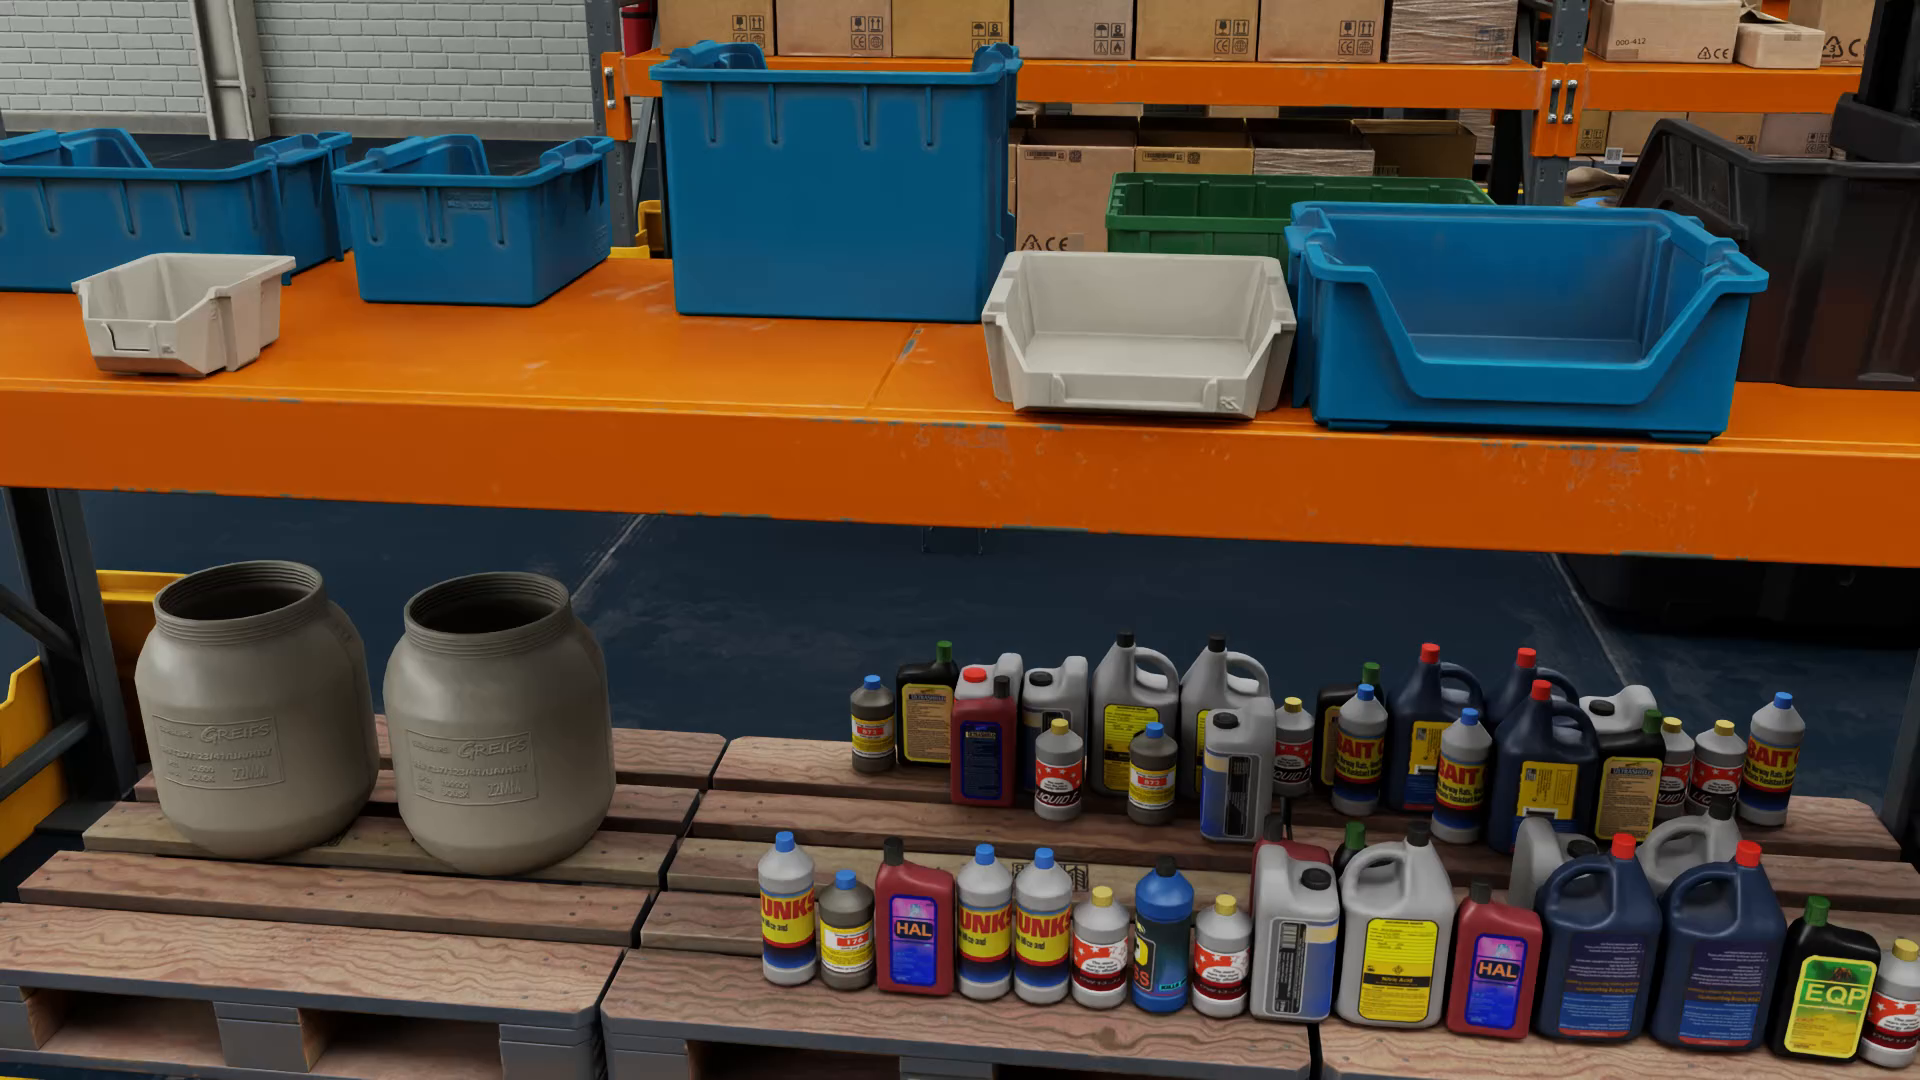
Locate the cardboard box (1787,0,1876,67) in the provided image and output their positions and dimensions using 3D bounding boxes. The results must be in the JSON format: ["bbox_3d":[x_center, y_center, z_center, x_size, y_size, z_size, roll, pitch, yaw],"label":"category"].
[{"bbox_3d":[3.780,-2.247,6.907,0.500,0.500,0.500,4,22,10],"label":"cardboard box"}]

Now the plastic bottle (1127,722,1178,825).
[{"bbox_3d":[0.392,0.468,3.385,0.097,0.201,0.097,0,22,0],"label":"plastic bottle"}]

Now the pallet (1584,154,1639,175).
[{"bbox_3d":[5.064,-2.689,11.955,1.213,0.211,1.003,2,22,6],"label":"pallet"}]

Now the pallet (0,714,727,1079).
[{"bbox_3d":[-1.175,0.693,3.400,1.213,0.211,1.003,2,22,6],"label":"pallet"}]

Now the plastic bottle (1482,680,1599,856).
[{"bbox_3d":[1.140,0.440,3.253,0.185,0.351,0.144,2,22,6],"label":"plastic bottle"}]

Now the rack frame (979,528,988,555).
[{"bbox_3d":[0.076,-0.555,5.211,0.006,1.200,0.240,2,22,6],"label":"rack frame"}]

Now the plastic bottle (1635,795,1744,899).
[{"bbox_3d":[1.253,0.598,2.852,0.185,0.351,0.144,2,22,6],"label":"plastic bottle"}]

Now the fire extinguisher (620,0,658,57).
[{"bbox_3d":[-1.538,-2.574,7.976,0.183,0.674,0.296,2,22,6],"label":"fire extinguisher"}]

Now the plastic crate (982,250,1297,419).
[{"bbox_3d":[0.268,-0.309,2.501,0.437,0.136,0.530,2,22,6],"label":"plastic crate"}]

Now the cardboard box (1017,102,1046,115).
[{"bbox_3d":[0.346,-3.111,12.287,0.500,0.311,0.500,4,22,11],"label":"cardboard box"}]

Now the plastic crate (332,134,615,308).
[{"bbox_3d":[-0.886,-0.615,3.119,0.408,0.251,0.499,2,22,6],"label":"plastic crate"}]

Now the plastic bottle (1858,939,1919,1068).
[{"bbox_3d":[1.513,0.741,2.694,0.097,0.201,0.097,0,22,0],"label":"plastic bottle"}]

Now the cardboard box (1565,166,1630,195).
[{"bbox_3d":[2.933,-1.527,7.628,0.500,0.311,0.500,2,22,6],"label":"cardboard box"}]

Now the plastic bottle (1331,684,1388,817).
[{"bbox_3d":[0.819,0.423,3.403,0.097,0.271,0.097,0,22,0],"label":"plastic bottle"}]

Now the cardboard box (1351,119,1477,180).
[{"bbox_3d":[2.073,-1.662,7.713,0.500,0.500,0.500,2,22,6],"label":"cardboard box"}]

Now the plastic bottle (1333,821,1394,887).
[{"bbox_3d":[0.712,0.621,2.885,0.133,0.283,0.061,2,22,6],"label":"plastic bottle"}]

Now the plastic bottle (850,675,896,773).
[{"bbox_3d":[-0.187,0.389,3.583,0.097,0.201,0.097,0,22,0],"label":"plastic bottle"}]

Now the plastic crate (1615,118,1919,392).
[{"bbox_3d":[1.405,-0.494,2.694,0.504,0.338,0.767,2,22,6],"label":"plastic crate"}]

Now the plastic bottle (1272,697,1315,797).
[{"bbox_3d":[0.691,0.427,3.487,0.097,0.201,0.097,0,22,0],"label":"plastic bottle"}]

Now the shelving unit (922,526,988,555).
[{"bbox_3d":[-0.014,-0.559,5.221,0.189,1.200,0.258,2,22,6],"label":"shelving unit"}]

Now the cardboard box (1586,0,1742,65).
[{"bbox_3d":[2.991,-2.187,7.096,0.500,0.250,0.500,4,22,10],"label":"cardboard box"}]

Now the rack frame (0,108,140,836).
[{"bbox_3d":[-2.062,-0.627,2.946,0.127,3.000,1.000,2,22,6],"label":"rack frame"}]

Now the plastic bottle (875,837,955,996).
[{"bbox_3d":[-0.076,0.640,2.837,0.133,0.283,0.061,3,22,7],"label":"plastic bottle"}]

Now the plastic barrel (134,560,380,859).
[{"bbox_3d":[-1.400,0.335,3.325,0.421,0.512,0.421,0,22,0],"label":"plastic barrel"}]

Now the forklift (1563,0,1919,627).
[{"bbox_3d":[3.379,-1.233,4.572,3.031,2.935,1.130,2,22,5],"label":"forklift"}]

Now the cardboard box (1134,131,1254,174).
[{"bbox_3d":[1.018,-1.514,7.338,0.500,0.500,0.500,2,22,6],"label":"cardboard box"}]

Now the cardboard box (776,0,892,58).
[{"bbox_3d":[-0.491,-2.436,7.386,0.500,0.500,0.700,3,22,8],"label":"cardboard box"}]

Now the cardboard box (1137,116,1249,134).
[{"bbox_3d":[1.080,-1.705,7.822,0.500,0.500,0.500,2,22,6],"label":"cardboard box"}]

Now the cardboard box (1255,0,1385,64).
[{"bbox_3d":[1.531,-2.346,7.158,0.500,0.500,0.700,2,22,6],"label":"cardboard box"}]

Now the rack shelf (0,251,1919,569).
[{"bbox_3d":[-0.076,-0.206,2.859,4.000,0.370,1.077,2,22,6],"label":"rack shelf"}]

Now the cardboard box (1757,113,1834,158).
[{"bbox_3d":[5.829,-3.017,11.793,0.500,0.500,0.700,2,22,6],"label":"cardboard box"}]

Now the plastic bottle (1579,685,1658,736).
[{"bbox_3d":[1.321,0.430,3.378,0.135,0.276,0.152,3,22,8],"label":"plastic bottle"}]

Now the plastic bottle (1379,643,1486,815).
[{"bbox_3d":[0.970,0.379,3.407,0.185,0.351,0.144,2,22,4],"label":"plastic bottle"}]

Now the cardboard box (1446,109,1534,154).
[{"bbox_3d":[3.809,-3.087,11.971,0.500,0.500,0.700,3,22,8],"label":"cardboard box"}]

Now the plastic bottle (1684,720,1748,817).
[{"bbox_3d":[1.544,0.465,3.393,0.097,0.201,0.097,0,22,0],"label":"plastic bottle"}]

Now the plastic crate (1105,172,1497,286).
[{"bbox_3d":[0.595,-0.517,2.956,0.662,0.188,0.450,2,22,6],"label":"plastic crate"}]

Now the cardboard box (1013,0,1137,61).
[{"bbox_3d":[0.524,-2.391,7.272,0.500,0.500,0.700,3,22,8],"label":"cardboard box"}]

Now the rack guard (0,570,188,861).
[{"bbox_3d":[-1.981,0.522,3.441,0.348,0.500,1.175,2,22,6],"label":"rack guard"}]

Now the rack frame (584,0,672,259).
[{"bbox_3d":[-1.476,-2.435,7.520,0.127,3.000,1.000,2,22,6],"label":"rack frame"}]

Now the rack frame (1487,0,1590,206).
[{"bbox_3d":[2.497,-2.262,7.082,0.127,3.000,1.000,2,22,6],"label":"rack frame"}]

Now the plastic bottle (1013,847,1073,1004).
[{"bbox_3d":[0.141,0.649,2.832,0.097,0.271,0.097,0,22,0],"label":"plastic bottle"}]

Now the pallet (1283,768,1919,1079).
[{"bbox_3d":[1.248,0.799,3.133,1.213,0.211,1.003,2,22,6],"label":"pallet"}]

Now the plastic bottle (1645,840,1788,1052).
[{"bbox_3d":[1.236,0.651,2.719,0.185,0.351,0.144,2,22,5],"label":"plastic bottle"}]

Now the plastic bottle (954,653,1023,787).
[{"bbox_3d":[0.060,0.375,3.517,0.135,0.276,0.152,3,22,7],"label":"plastic bottle"}]

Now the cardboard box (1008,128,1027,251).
[{"bbox_3d":[0.026,-1.558,7.451,0.500,0.500,0.500,2,22,6],"label":"cardboard box"}]

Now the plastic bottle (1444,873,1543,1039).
[{"bbox_3d":[0.879,0.682,2.731,0.133,0.283,0.061,4,22,10],"label":"plastic bottle"}]

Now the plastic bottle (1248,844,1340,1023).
[{"bbox_3d":[0.564,0.655,2.810,0.135,0.276,0.152,3,22,7],"label":"plastic bottle"}]

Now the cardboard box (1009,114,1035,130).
[{"bbox_3d":[0.087,-1.748,7.931,0.500,0.500,0.500,2,22,6],"label":"cardboard box"}]

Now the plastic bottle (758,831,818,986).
[{"bbox_3d":[-0.298,0.629,2.881,0.097,0.271,0.097,0,22,0],"label":"plastic bottle"}]

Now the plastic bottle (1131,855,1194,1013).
[{"bbox_3d":[0.342,0.657,2.810,0.097,0.271,0.097,0,22,0],"label":"plastic bottle"}]

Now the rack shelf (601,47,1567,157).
[{"bbox_3d":[0.510,-2.014,7.433,4.000,0.370,1.077,2,22,6],"label":"rack shelf"}]

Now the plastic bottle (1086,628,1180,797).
[{"bbox_3d":[0.363,0.352,3.474,0.185,0.351,0.144,3,22,9],"label":"plastic bottle"}]

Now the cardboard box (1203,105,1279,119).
[{"bbox_3d":[2.040,-3.144,12.113,0.500,0.500,0.500,1,22,2],"label":"cardboard box"}]

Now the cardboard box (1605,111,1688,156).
[{"bbox_3d":[4.830,-3.047,11.868,0.500,0.500,0.700,3,22,7],"label":"cardboard box"}]
